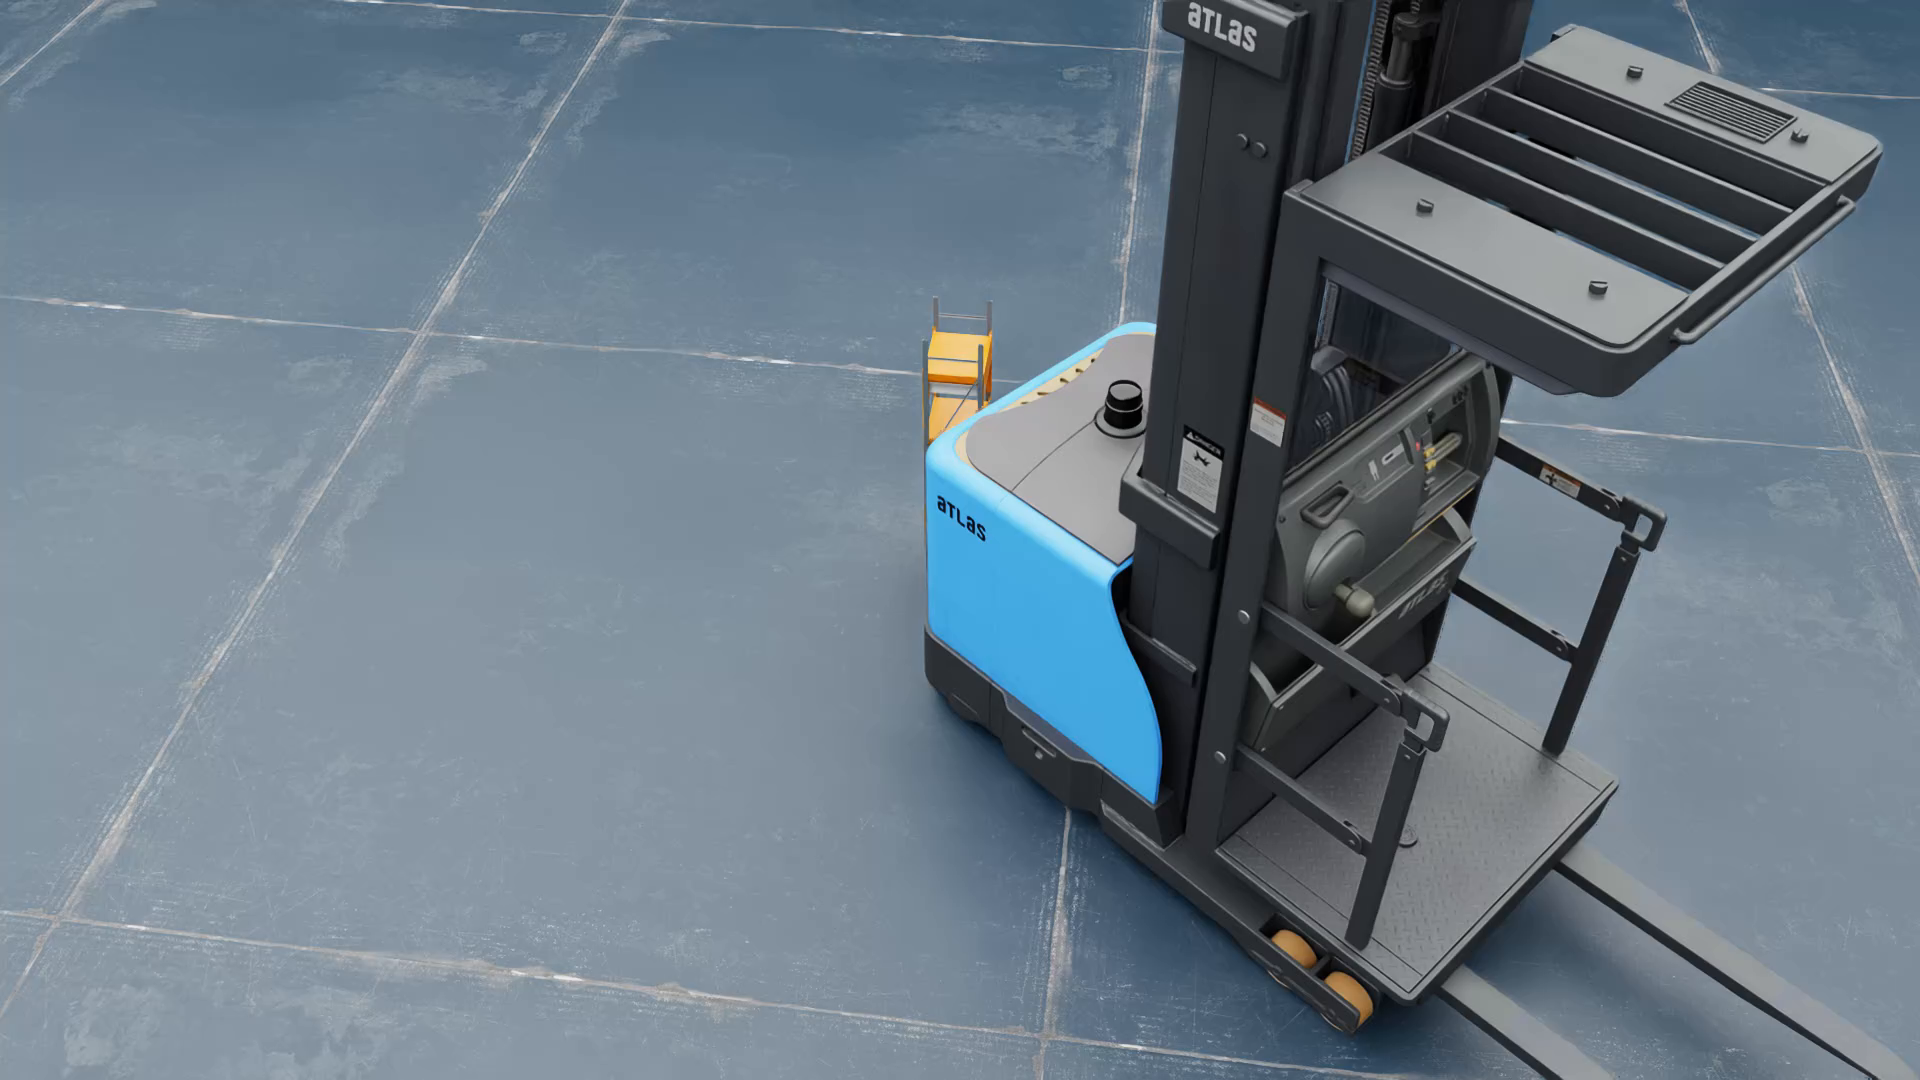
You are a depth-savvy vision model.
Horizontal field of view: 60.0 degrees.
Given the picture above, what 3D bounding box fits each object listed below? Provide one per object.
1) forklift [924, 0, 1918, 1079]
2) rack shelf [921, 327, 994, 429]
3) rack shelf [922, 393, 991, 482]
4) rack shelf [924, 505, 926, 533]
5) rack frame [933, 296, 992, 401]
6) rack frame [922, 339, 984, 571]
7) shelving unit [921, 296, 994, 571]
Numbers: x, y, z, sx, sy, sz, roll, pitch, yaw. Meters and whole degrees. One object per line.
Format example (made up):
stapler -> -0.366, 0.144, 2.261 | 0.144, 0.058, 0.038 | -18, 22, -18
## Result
forklift -> 1.261, -0.066, 4.188 | 1.130, 2.935, 3.031 | -33, 53, -30
rack shelf -> -0.007, -0.543, 5.663 | 0.215, 0.259, 0.240 | 5, 44, 6
rack shelf -> -0.007, -0.337, 5.858 | 0.215, 0.259, 0.240 | 5, 44, 6
rack shelf -> -0.007, -0.135, 6.049 | 0.215, 0.259, 0.240 | 5, 44, 6
rack frame -> 0.009, -0.428, 5.938 | 0.200, 1.050, 0.008 | 5, 44, 6
rack frame -> -0.023, -0.262, 5.763 | 0.200, 1.050, 0.008 | 5, 44, 6
shelving unit -> -0.007, -0.345, 5.851 | 0.215, 1.050, 0.252 | 5, 44, 6
